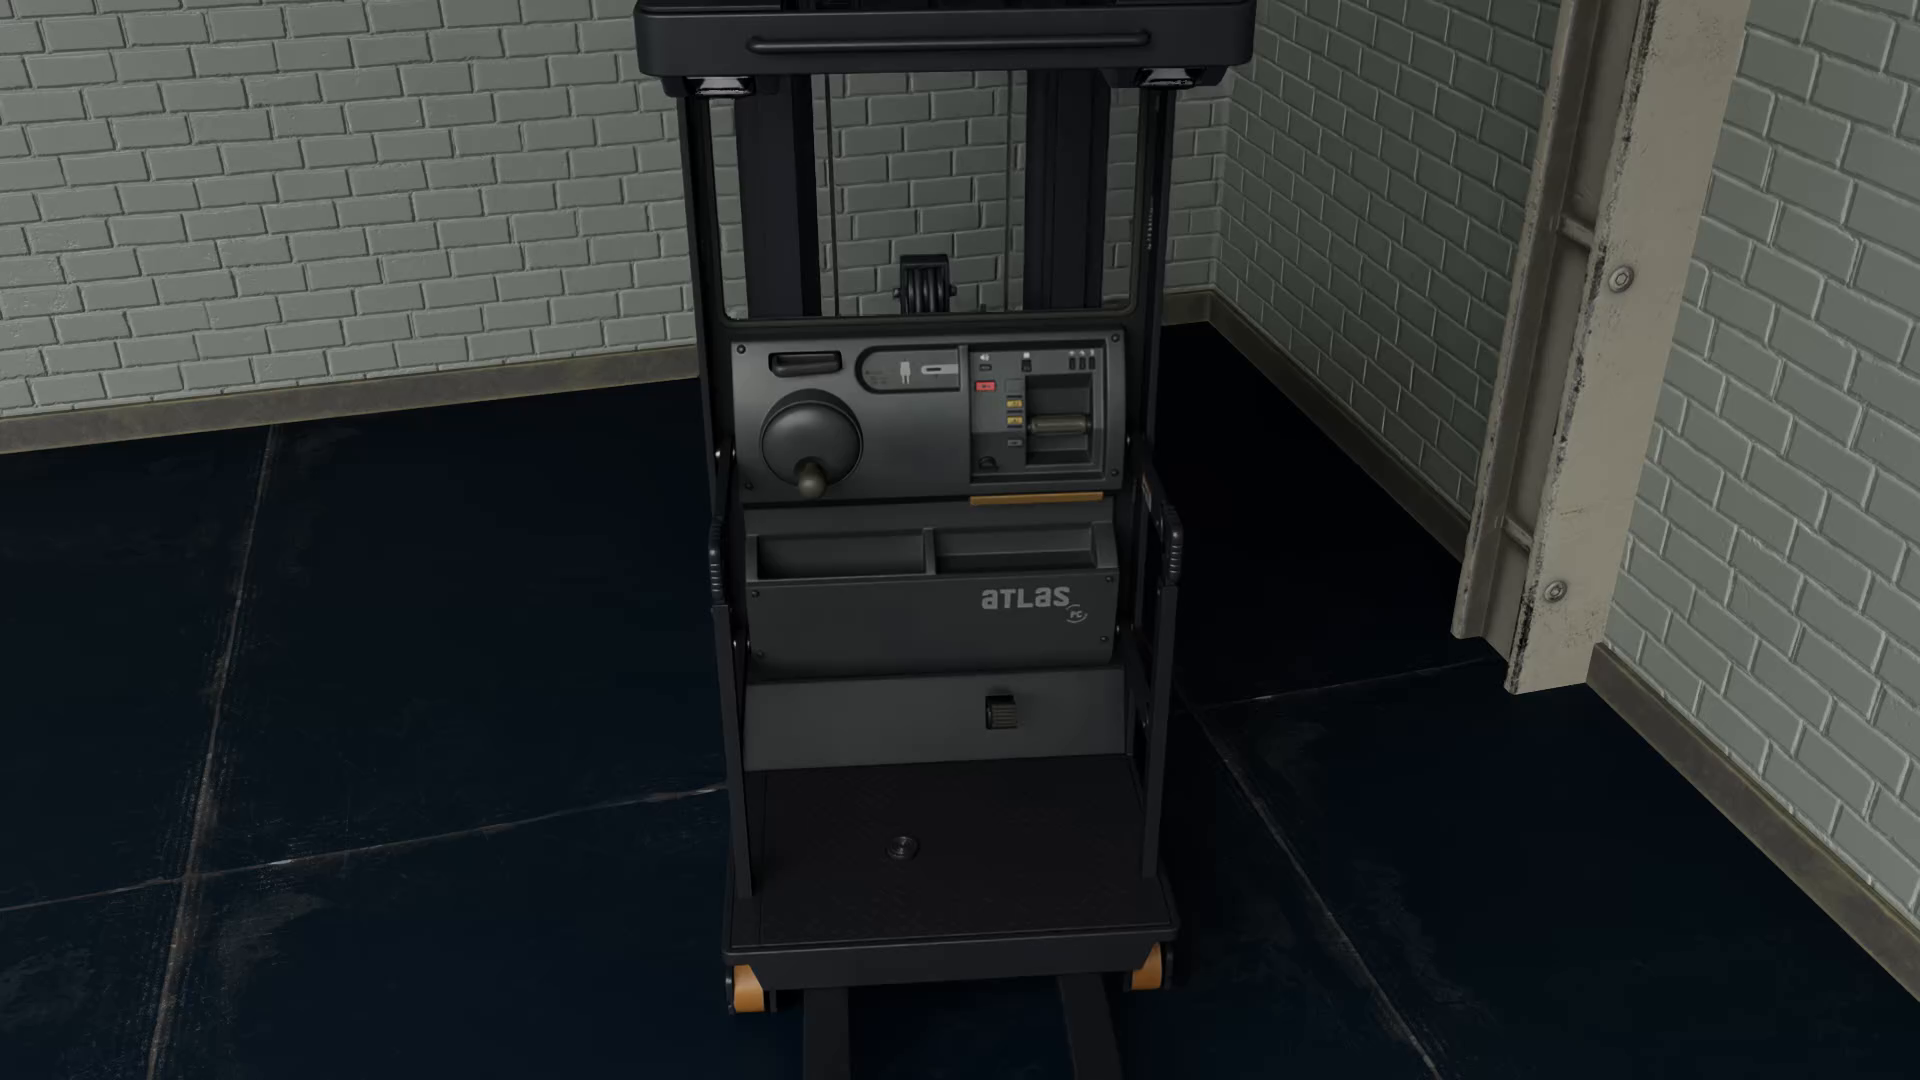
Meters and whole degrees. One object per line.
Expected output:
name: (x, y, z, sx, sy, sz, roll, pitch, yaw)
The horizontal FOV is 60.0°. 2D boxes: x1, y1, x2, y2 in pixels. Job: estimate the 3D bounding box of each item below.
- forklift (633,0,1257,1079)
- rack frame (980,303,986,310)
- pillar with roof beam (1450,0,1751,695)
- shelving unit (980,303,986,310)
forklift: (-0.051, -0.253, 3.761, 1.130, 2.935, 3.031, -2, 30, -4)
rack frame: (-0.025, -0.435, 6.103, 0.240, 0.900, 0.006, -8, 31, -13)
pillar with roof beam: (-2.268, -2.937, 2.341, 9.100, 9.000, 0.400, -8, 31, -13)
shelving unit: (0.002, -0.386, 6.018, 0.258, 0.900, 0.210, -8, 31, -13)
